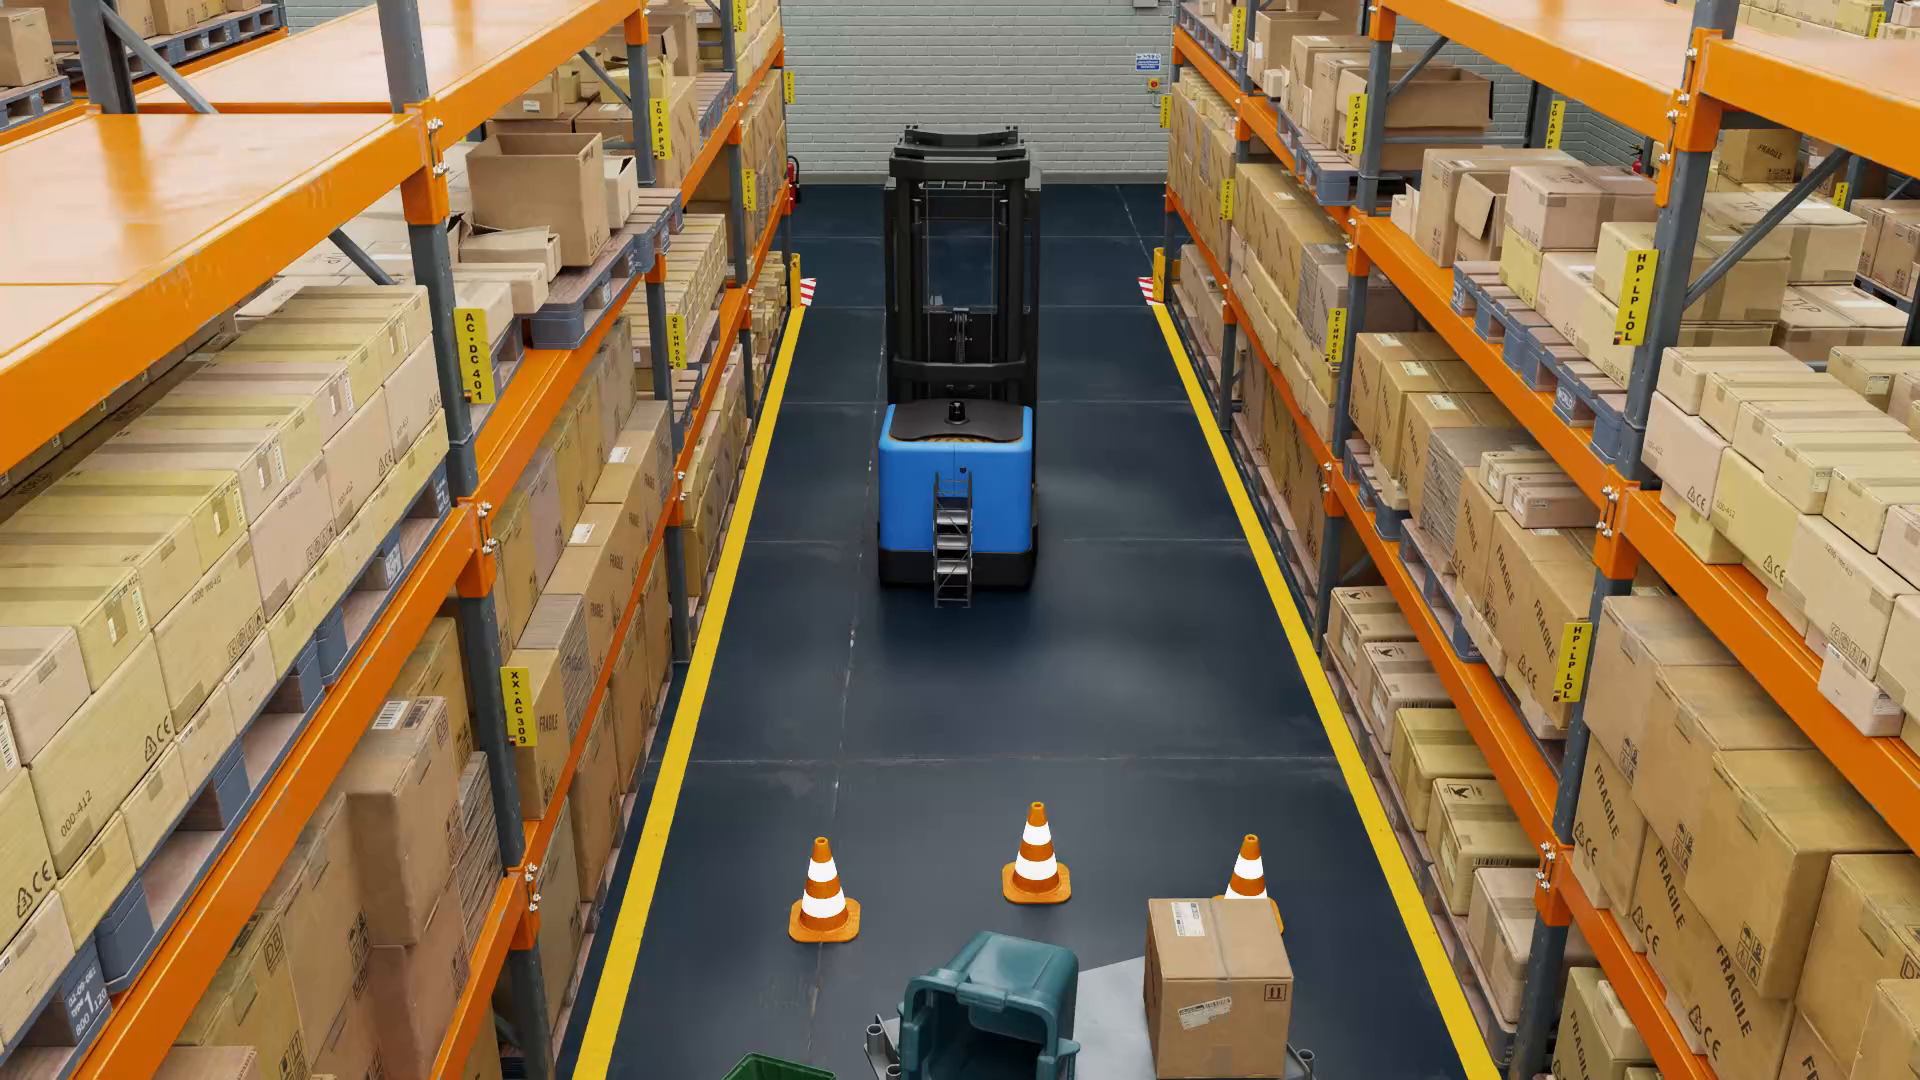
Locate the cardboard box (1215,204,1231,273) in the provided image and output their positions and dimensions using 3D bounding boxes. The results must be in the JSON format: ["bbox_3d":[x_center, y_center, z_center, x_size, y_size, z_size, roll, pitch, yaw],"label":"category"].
[{"bbox_3d":[2.451,-2.558,14.029,0.500,0.500,0.500,0,24,0],"label":"cardboard box"}]

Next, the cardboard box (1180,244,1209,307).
[{"bbox_3d":[2.775,-2.724,17.115,0.875,0.438,0.875,-1,24,-2],"label":"cardboard box"}]

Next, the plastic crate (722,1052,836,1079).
[{"bbox_3d":[-0.838,2.358,6.622,0.450,0.188,0.662,3,22,31],"label":"plastic crate"}]

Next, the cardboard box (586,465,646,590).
[{"bbox_3d":[-1.911,-0.060,8.506,0.500,0.500,0.500,-1,24,-1],"label":"cardboard box"}]

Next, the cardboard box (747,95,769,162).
[{"bbox_3d":[-1.998,-3.716,15.013,0.500,0.500,0.500,-1,24,-2],"label":"cardboard box"}]

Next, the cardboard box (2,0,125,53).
[{"bbox_3d":[-7.266,-4.250,13.497,0.700,0.500,0.500,-2,24,-4],"label":"cardboard box"}]

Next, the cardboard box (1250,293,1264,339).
[{"bbox_3d":[2.449,-1.648,12.318,0.500,0.250,0.500,0,24,-1],"label":"cardboard box"}]

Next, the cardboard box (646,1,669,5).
[{"bbox_3d":[-2.527,-4.204,13.239,0.380,0.149,0.250,0,24,1],"label":"cardboard box"}]

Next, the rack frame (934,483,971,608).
[{"bbox_3d":[-0.050,0.043,10.945,0.240,0.900,0.006,1,24,2],"label":"rack frame"}]

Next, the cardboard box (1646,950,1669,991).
[{"bbox_3d":[2.570,1.433,5.631,0.380,0.149,0.250,0,24,-1],"label":"cardboard box"}]

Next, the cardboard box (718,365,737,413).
[{"bbox_3d":[-1.984,-1.135,12.618,0.500,0.250,0.500,1,24,2],"label":"cardboard box"}]

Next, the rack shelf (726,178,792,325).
[{"bbox_3d":[-2.259,-2.755,15.459,1.077,0.370,4.000,0,24,-1],"label":"rack shelf"}]

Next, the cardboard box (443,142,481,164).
[{"bbox_3d":[-2.405,-1.875,8.475,0.500,0.311,0.500,0,24,0],"label":"cardboard box"}]

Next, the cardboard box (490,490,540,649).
[{"bbox_3d":[-2.169,0.120,6.894,0.700,0.500,0.500,-1,24,-1],"label":"cardboard box"}]

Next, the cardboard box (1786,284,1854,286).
[{"bbox_3d":[3.187,-0.968,6.665,0.500,0.250,0.500,-1,24,-1],"label":"cardboard box"}]

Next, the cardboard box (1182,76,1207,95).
[{"bbox_3d":[2.357,-4.405,16.111,0.380,0.149,0.250,0,24,1],"label":"cardboard box"}]

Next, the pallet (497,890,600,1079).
[{"bbox_3d":[-2.234,1.990,7.476,1.003,0.211,1.213,0,24,-1],"label":"pallet"}]

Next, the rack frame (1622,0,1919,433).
[{"bbox_3d":[2.799,-1.760,5.104,1.000,3.000,0.127,0,24,-1],"label":"rack frame"}]

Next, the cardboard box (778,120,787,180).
[{"bbox_3d":[-2.018,-3.904,16.644,0.500,0.500,0.500,0,24,1],"label":"cardboard box"}]

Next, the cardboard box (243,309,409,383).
[{"bbox_3d":[-1.824,-0.562,4.801,0.380,0.149,0.250,0,24,-1],"label":"cardboard box"}]

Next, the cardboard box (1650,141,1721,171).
[{"bbox_3d":[7.367,-3.874,16.880,0.500,0.250,0.500,0,24,0],"label":"cardboard box"}]

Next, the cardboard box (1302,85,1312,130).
[{"bbox_3d":[2.390,-2.737,10.559,0.396,0.266,0.258,-1,24,-2],"label":"cardboard box"}]

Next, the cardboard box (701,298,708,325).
[{"bbox_3d":[-2.017,-1.636,11.907,0.380,0.149,0.250,1,24,2],"label":"cardboard box"}]

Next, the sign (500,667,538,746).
[{"bbox_3d":[-1.595,0.604,6.012,0.100,0.325,0.005,0,24,-1],"label":"sign"}]

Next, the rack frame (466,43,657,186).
[{"bbox_3d":[-2.193,-3.344,8.608,1.000,3.000,0.127,0,24,-1],"label":"rack frame"}]

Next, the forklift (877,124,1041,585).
[{"bbox_3d":[0.028,-1.594,12.102,1.130,2.935,3.031,1,24,2],"label":"forklift"}]

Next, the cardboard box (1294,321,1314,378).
[{"bbox_3d":[2.487,-1.244,10.819,0.500,0.250,0.500,-1,24,-2],"label":"cardboard box"}]

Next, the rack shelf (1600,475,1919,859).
[{"bbox_3d":[2.821,0.759,4.049,1.077,0.370,4.000,0,24,-1],"label":"rack shelf"}]

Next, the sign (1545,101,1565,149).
[{"bbox_3d":[3.298,-2.279,9.264,0.100,0.325,0.005,0,24,-1],"label":"sign"}]

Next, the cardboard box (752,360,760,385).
[{"bbox_3d":[-1.921,-1.438,14.261,0.380,0.149,0.250,1,24,2],"label":"cardboard box"}]

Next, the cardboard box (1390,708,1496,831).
[{"bbox_3d":[2.770,1.181,8.562,0.950,0.372,0.625,1,24,1],"label":"cardboard box"}]

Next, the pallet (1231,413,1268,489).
[{"bbox_3d":[2.795,-0.735,13.502,1.003,0.211,1.213,0,24,-1],"label":"pallet"}]

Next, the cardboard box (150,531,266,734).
[{"bbox_3d":[-1.872,0.191,3.621,0.500,0.250,0.500,0,24,-1],"label":"cardboard box"}]

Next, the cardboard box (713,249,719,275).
[{"bbox_3d":[-2.031,-2.098,12.565,0.380,0.149,0.250,1,24,2],"label":"cardboard box"}]

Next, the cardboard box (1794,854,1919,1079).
[{"bbox_3d":[2.646,1.151,4.252,0.700,0.500,0.500,0,24,-1],"label":"cardboard box"}]

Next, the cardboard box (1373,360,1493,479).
[{"bbox_3d":[2.541,-0.646,8.930,0.500,0.500,0.500,1,24,2],"label":"cardboard box"}]

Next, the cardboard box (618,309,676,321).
[{"bbox_3d":[-2.009,-1.362,10.578,0.380,0.149,0.250,0,24,-1],"label":"cardboard box"}]

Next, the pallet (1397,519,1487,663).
[{"bbox_3d":[2.818,0.228,8.221,1.003,0.211,1.213,0,24,-1],"label":"pallet"}]

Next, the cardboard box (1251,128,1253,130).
[{"bbox_3d":[2.496,-3.354,13.788,0.380,0.149,0.250,0,24,1],"label":"cardboard box"}]

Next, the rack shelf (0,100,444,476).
[{"bbox_3d":[-2.128,-0.362,3.372,1.077,0.370,4.000,0,24,-1],"label":"rack shelf"}]

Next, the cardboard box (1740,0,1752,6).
[{"bbox_3d":[7.391,-5.056,15.247,0.500,0.250,0.500,-1,24,-1],"label":"cardboard box"}]

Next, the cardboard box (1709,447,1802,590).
[{"bbox_3d":[2.545,-0.065,4.819,0.500,0.250,0.500,0,24,-1],"label":"cardboard box"}]

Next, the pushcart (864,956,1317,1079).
[{"bbox_3d":[0.520,2.199,6.813,1.648,0.377,0.936,-9,26,-19],"label":"pushcart"}]

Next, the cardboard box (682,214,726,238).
[{"bbox_3d":[-2.037,-2.442,12.967,0.380,0.149,0.250,1,24,2],"label":"cardboard box"}]

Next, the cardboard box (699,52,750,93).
[{"bbox_3d":[-1.978,-3.749,13.325,0.500,0.250,0.500,1,24,2],"label":"cardboard box"}]

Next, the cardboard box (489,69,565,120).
[{"bbox_3d":[-2.458,-2.537,9.413,0.396,0.266,0.258,0,24,-1],"label":"cardboard box"}]

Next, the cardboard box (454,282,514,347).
[{"bbox_3d":[-1.913,-0.880,6.473,0.250,0.149,0.380,0,24,-1],"label":"cardboard box"}]

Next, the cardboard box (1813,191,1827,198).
[{"bbox_3d":[7.923,-3.039,15.033,0.500,0.250,0.500,0,24,1],"label":"cardboard box"}]

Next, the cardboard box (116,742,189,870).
[{"bbox_3d":[-1.803,0.534,3.347,0.380,0.149,0.250,0,24,-1],"label":"cardboard box"}]

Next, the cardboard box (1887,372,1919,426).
[{"bbox_3d":[3.100,-0.406,5.087,0.380,0.149,0.250,-1,24,-2],"label":"cardboard box"}]

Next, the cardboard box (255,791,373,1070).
[{"bbox_3d":[-2.189,1.079,4.616,0.875,0.550,0.550,0,24,-1],"label":"cardboard box"}]

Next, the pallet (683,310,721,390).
[{"bbox_3d":[-2.256,-1.339,11.686,1.003,0.211,1.213,0,24,-1],"label":"pallet"}]

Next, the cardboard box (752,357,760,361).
[{"bbox_3d":[-1.977,-1.515,14.792,0.380,0.149,0.250,0,24,-1],"label":"cardboard box"}]

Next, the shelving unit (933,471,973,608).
[{"bbox_3d":[-0.046,0.002,11.038,0.258,0.900,0.210,1,24,2],"label":"shelving unit"}]

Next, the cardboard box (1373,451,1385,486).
[{"bbox_3d":[2.499,-0.387,9.145,0.380,0.149,0.250,-2,24,-4],"label":"cardboard box"}]

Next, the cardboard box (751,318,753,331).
[{"bbox_3d":[-2.055,-1.890,14.901,0.380,0.149,0.250,-1,24,-2],"label":"cardboard box"}]
